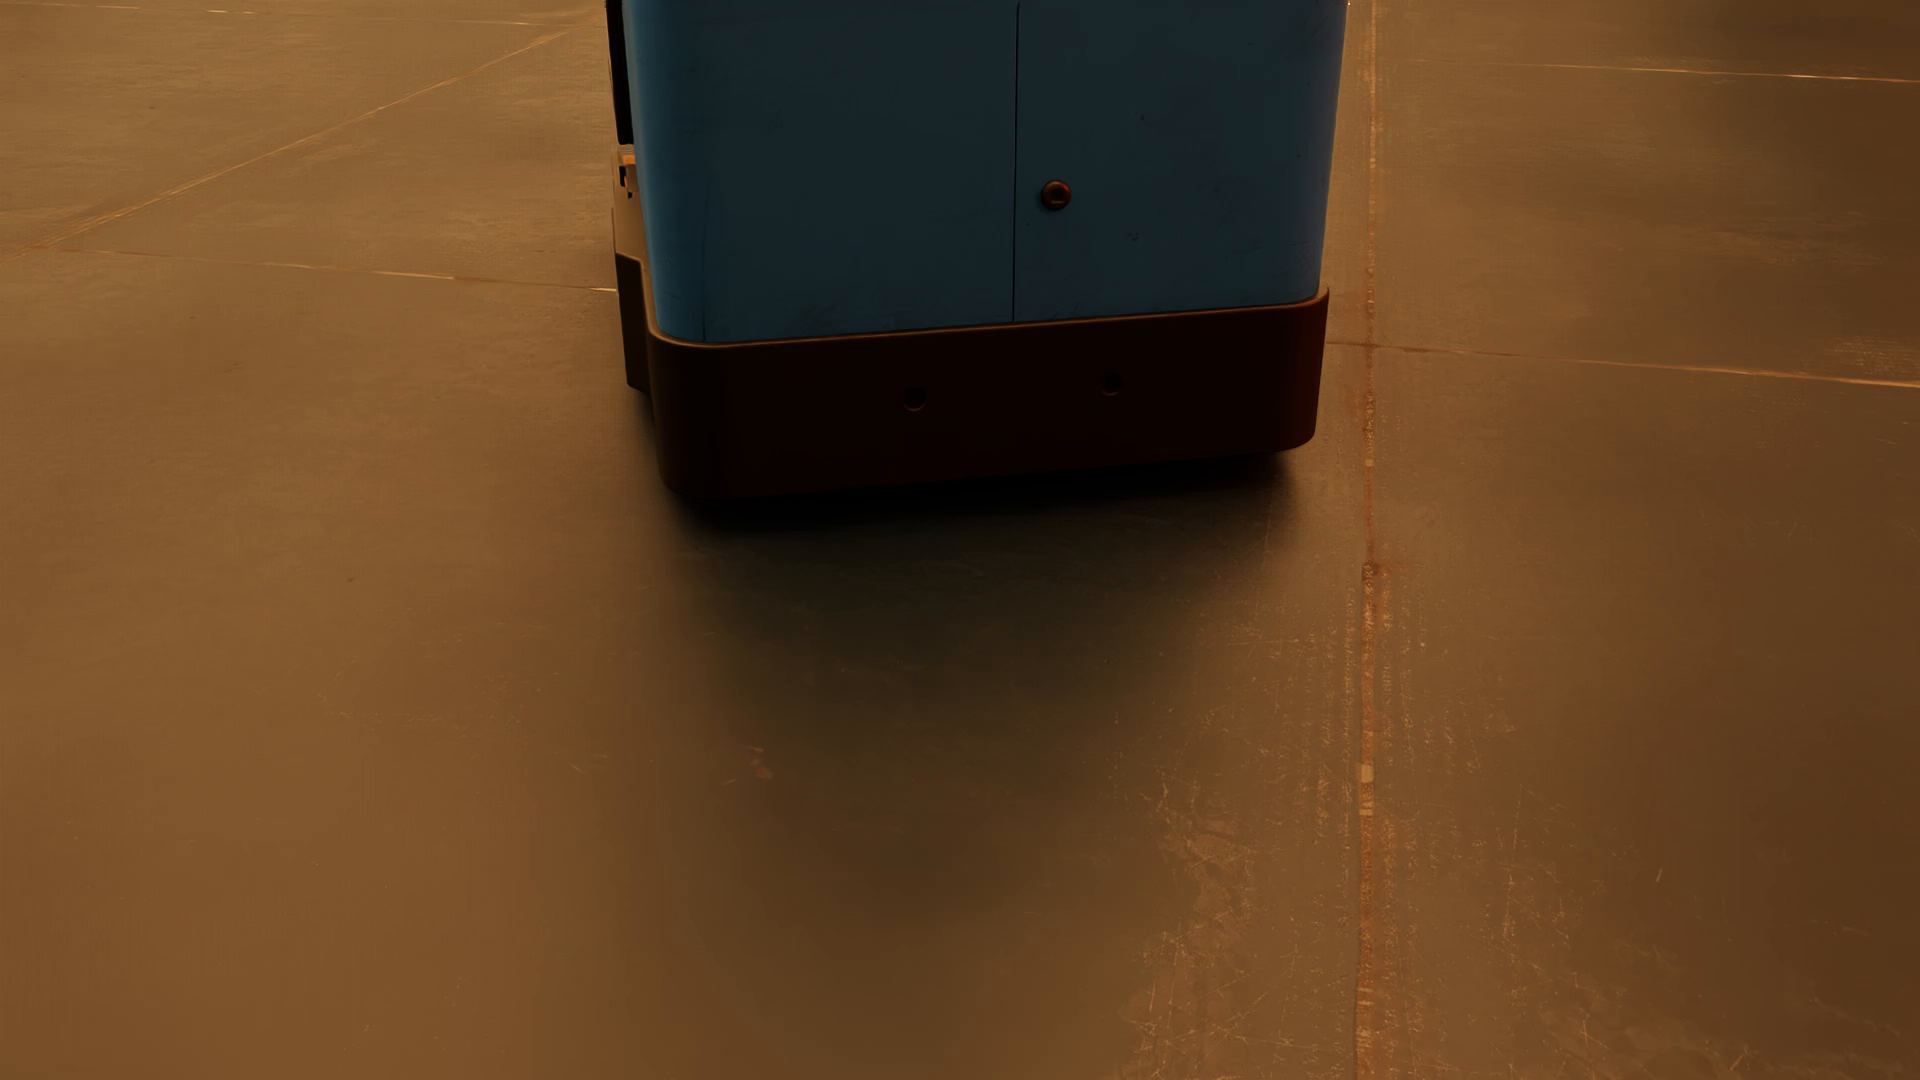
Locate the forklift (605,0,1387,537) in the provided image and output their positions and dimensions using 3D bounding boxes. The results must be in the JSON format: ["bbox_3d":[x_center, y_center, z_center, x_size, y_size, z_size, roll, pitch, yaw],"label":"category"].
[{"bbox_3d":[-0.202,-1.955,3.122,1.130,2.935,3.031,-5,27,-10],"label":"forklift"}]
